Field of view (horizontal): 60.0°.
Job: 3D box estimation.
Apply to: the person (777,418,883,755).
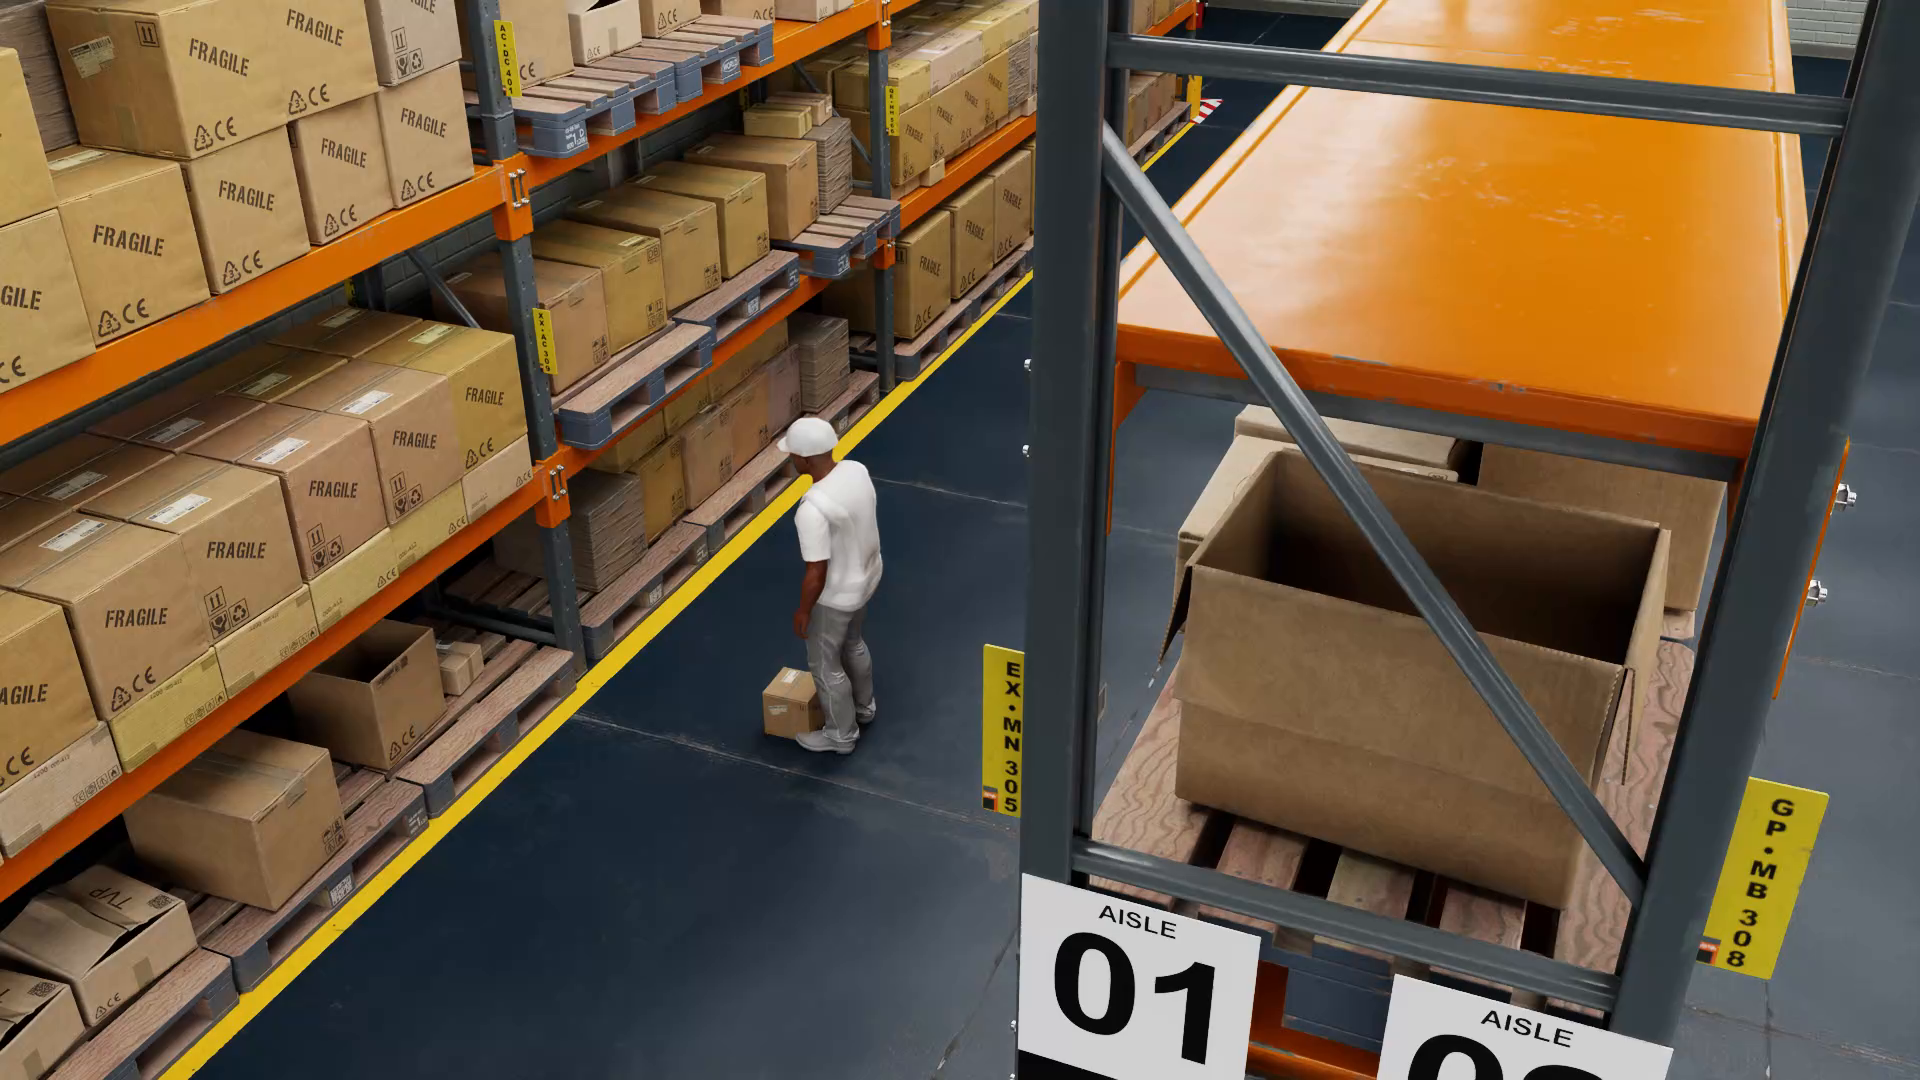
[{"bbox_3d":[-0.616,0.214,8.001,0.458,1.761,0.626,11,31,19],"label":"person"}]
